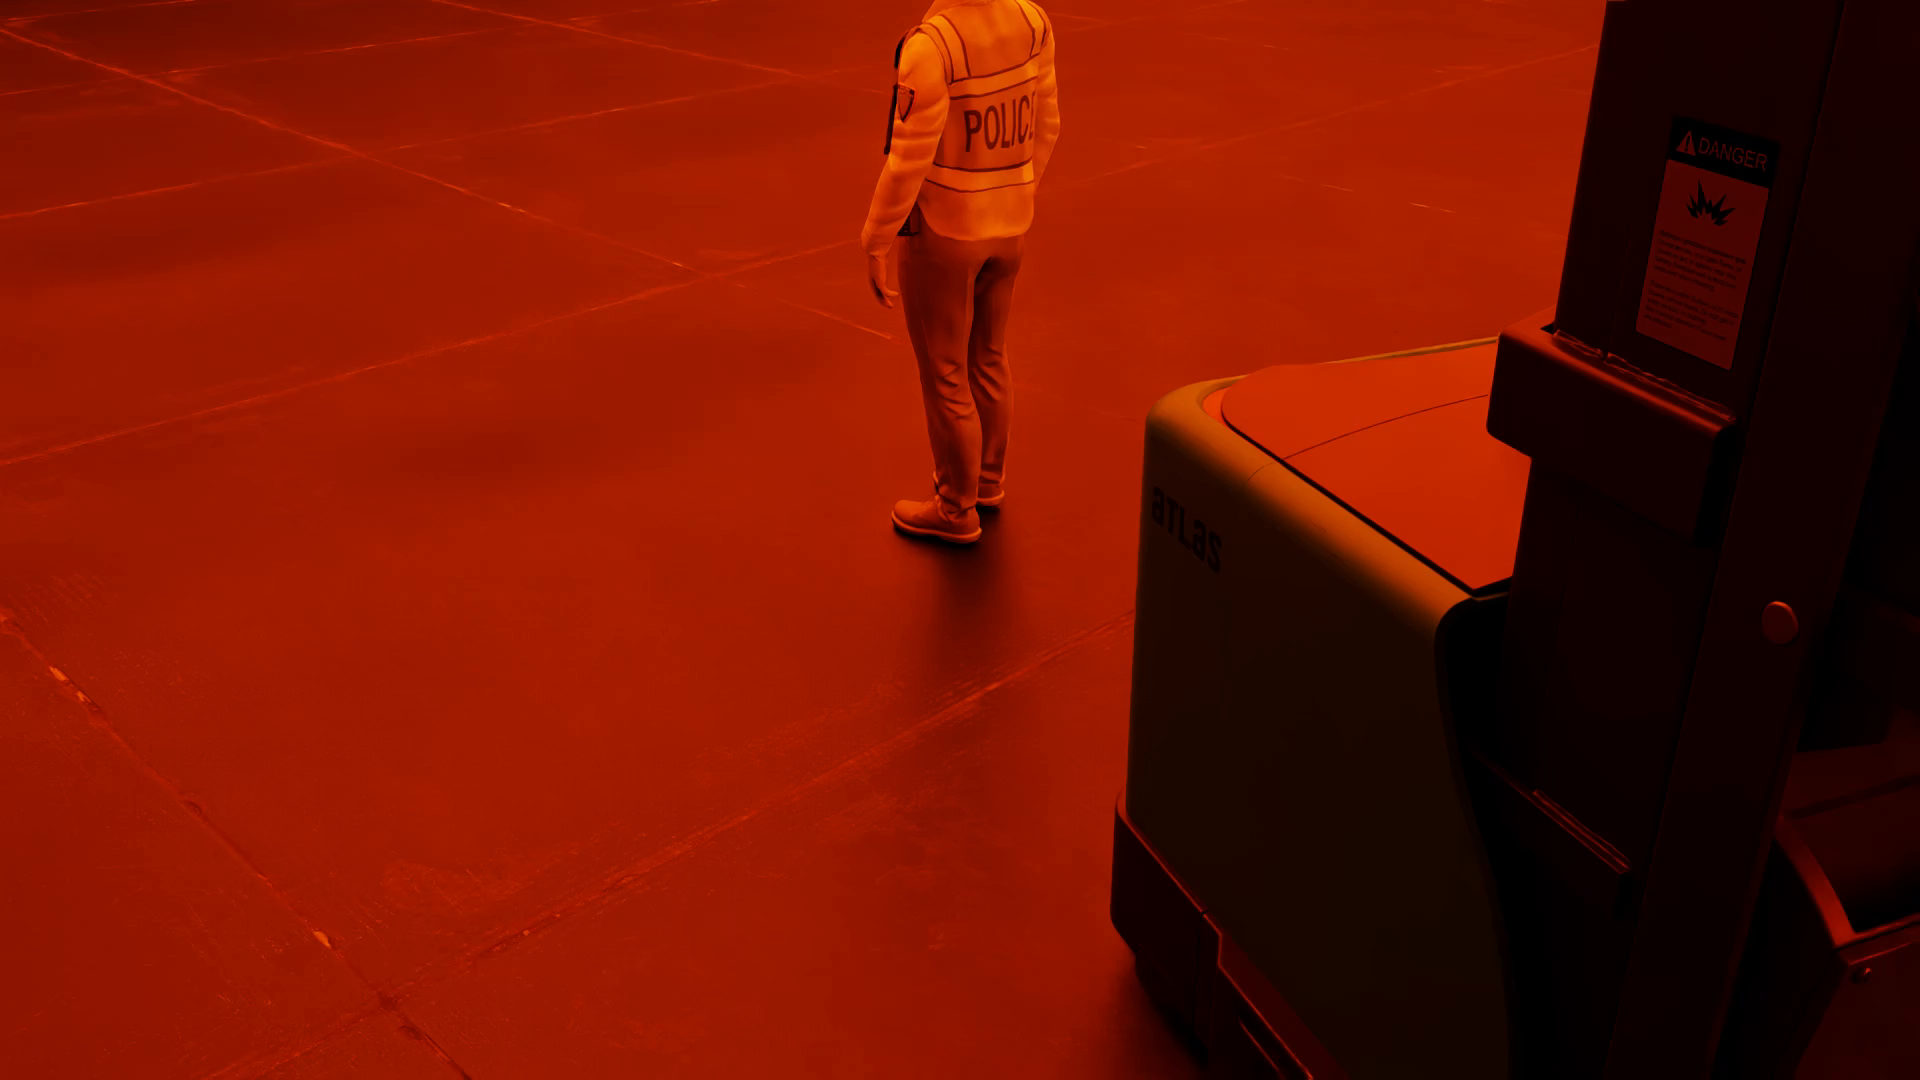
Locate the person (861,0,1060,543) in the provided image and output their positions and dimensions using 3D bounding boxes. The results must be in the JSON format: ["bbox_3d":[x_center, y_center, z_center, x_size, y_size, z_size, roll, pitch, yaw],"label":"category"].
[{"bbox_3d":[-0.044,-0.791,4.214,0.588,1.695,0.531,-24,35,-39],"label":"person"}]

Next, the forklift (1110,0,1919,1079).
[{"bbox_3d":[1.298,-0.070,1.356,1.130,2.935,3.031,-10,28,-20],"label":"forklift"}]
